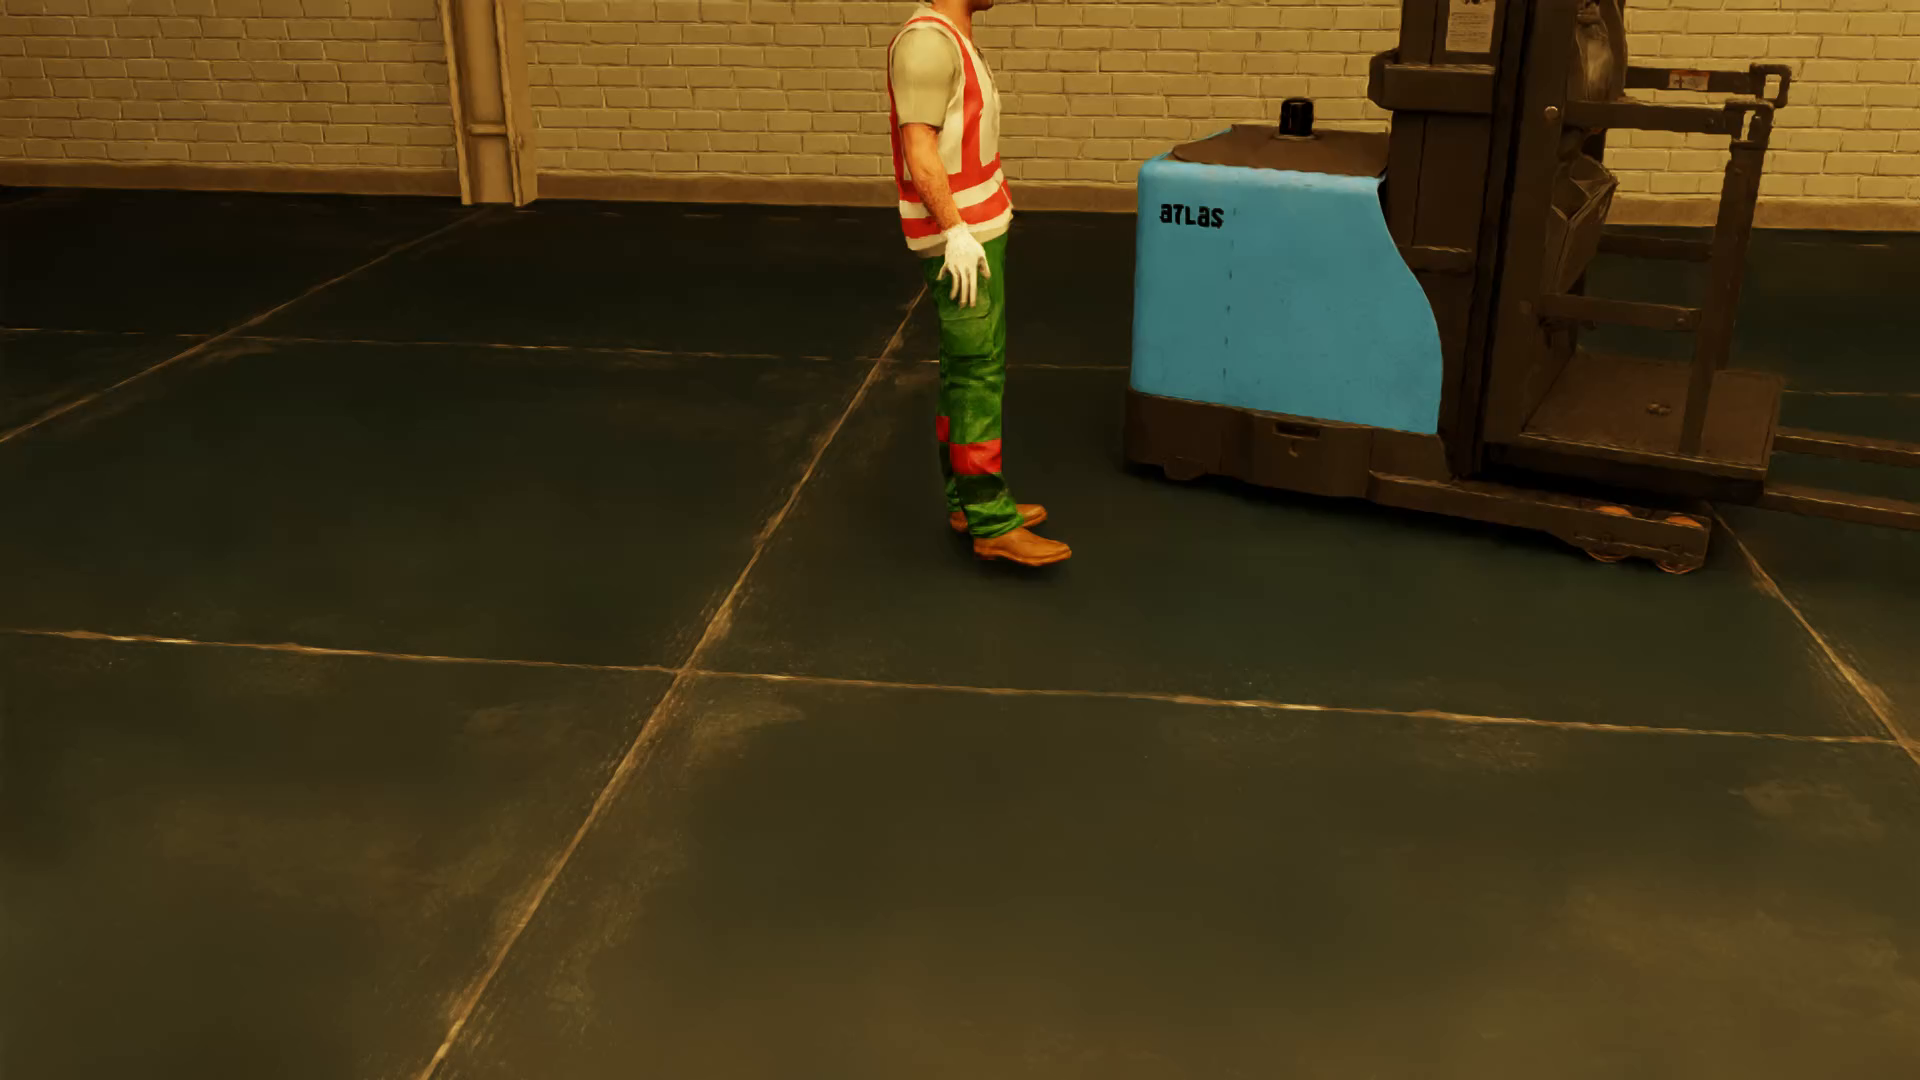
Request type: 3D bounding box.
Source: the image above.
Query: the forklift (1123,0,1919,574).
[{"bbox_3d":[2.111,-1.486,4.945,3.031,2.935,1.130,11,24,25],"label":"forklift"}]

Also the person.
[{"bbox_3d":[0.082,-0.867,4.811,0.556,1.787,0.635,3,22,7],"label":"person"}]
